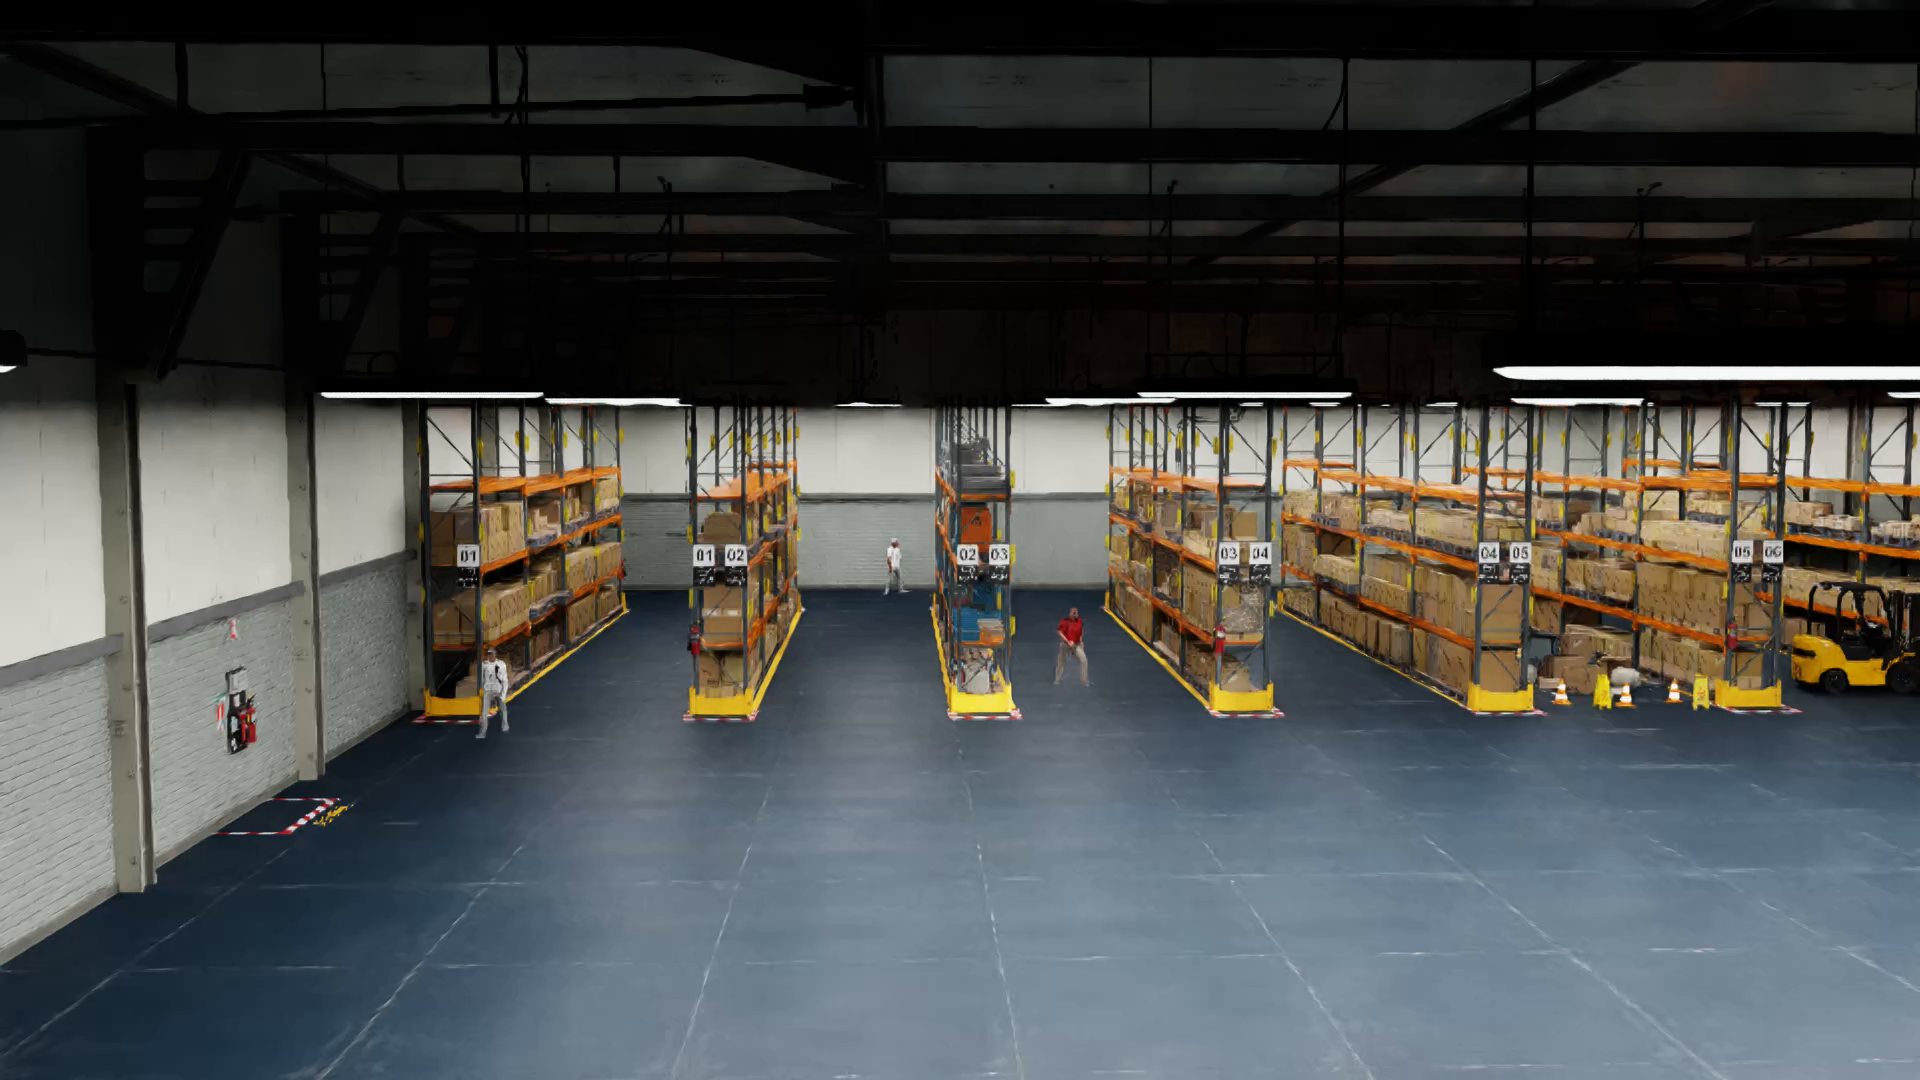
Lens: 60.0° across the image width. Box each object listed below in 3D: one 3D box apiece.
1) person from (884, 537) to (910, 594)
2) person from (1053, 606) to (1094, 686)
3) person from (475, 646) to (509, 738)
[{"bbox_3d":[-1.991,0.791,51.371,0.568,1.755,0.744,3,6,36],"label":"person"},{"bbox_3d":[2.318,2.177,34.421,0.706,1.664,0.833,-2,5,-20],"label":"person"},{"bbox_3d":[-8.130,2.619,29.022,0.493,1.586,1.068,0,4,0],"label":"person"}]
